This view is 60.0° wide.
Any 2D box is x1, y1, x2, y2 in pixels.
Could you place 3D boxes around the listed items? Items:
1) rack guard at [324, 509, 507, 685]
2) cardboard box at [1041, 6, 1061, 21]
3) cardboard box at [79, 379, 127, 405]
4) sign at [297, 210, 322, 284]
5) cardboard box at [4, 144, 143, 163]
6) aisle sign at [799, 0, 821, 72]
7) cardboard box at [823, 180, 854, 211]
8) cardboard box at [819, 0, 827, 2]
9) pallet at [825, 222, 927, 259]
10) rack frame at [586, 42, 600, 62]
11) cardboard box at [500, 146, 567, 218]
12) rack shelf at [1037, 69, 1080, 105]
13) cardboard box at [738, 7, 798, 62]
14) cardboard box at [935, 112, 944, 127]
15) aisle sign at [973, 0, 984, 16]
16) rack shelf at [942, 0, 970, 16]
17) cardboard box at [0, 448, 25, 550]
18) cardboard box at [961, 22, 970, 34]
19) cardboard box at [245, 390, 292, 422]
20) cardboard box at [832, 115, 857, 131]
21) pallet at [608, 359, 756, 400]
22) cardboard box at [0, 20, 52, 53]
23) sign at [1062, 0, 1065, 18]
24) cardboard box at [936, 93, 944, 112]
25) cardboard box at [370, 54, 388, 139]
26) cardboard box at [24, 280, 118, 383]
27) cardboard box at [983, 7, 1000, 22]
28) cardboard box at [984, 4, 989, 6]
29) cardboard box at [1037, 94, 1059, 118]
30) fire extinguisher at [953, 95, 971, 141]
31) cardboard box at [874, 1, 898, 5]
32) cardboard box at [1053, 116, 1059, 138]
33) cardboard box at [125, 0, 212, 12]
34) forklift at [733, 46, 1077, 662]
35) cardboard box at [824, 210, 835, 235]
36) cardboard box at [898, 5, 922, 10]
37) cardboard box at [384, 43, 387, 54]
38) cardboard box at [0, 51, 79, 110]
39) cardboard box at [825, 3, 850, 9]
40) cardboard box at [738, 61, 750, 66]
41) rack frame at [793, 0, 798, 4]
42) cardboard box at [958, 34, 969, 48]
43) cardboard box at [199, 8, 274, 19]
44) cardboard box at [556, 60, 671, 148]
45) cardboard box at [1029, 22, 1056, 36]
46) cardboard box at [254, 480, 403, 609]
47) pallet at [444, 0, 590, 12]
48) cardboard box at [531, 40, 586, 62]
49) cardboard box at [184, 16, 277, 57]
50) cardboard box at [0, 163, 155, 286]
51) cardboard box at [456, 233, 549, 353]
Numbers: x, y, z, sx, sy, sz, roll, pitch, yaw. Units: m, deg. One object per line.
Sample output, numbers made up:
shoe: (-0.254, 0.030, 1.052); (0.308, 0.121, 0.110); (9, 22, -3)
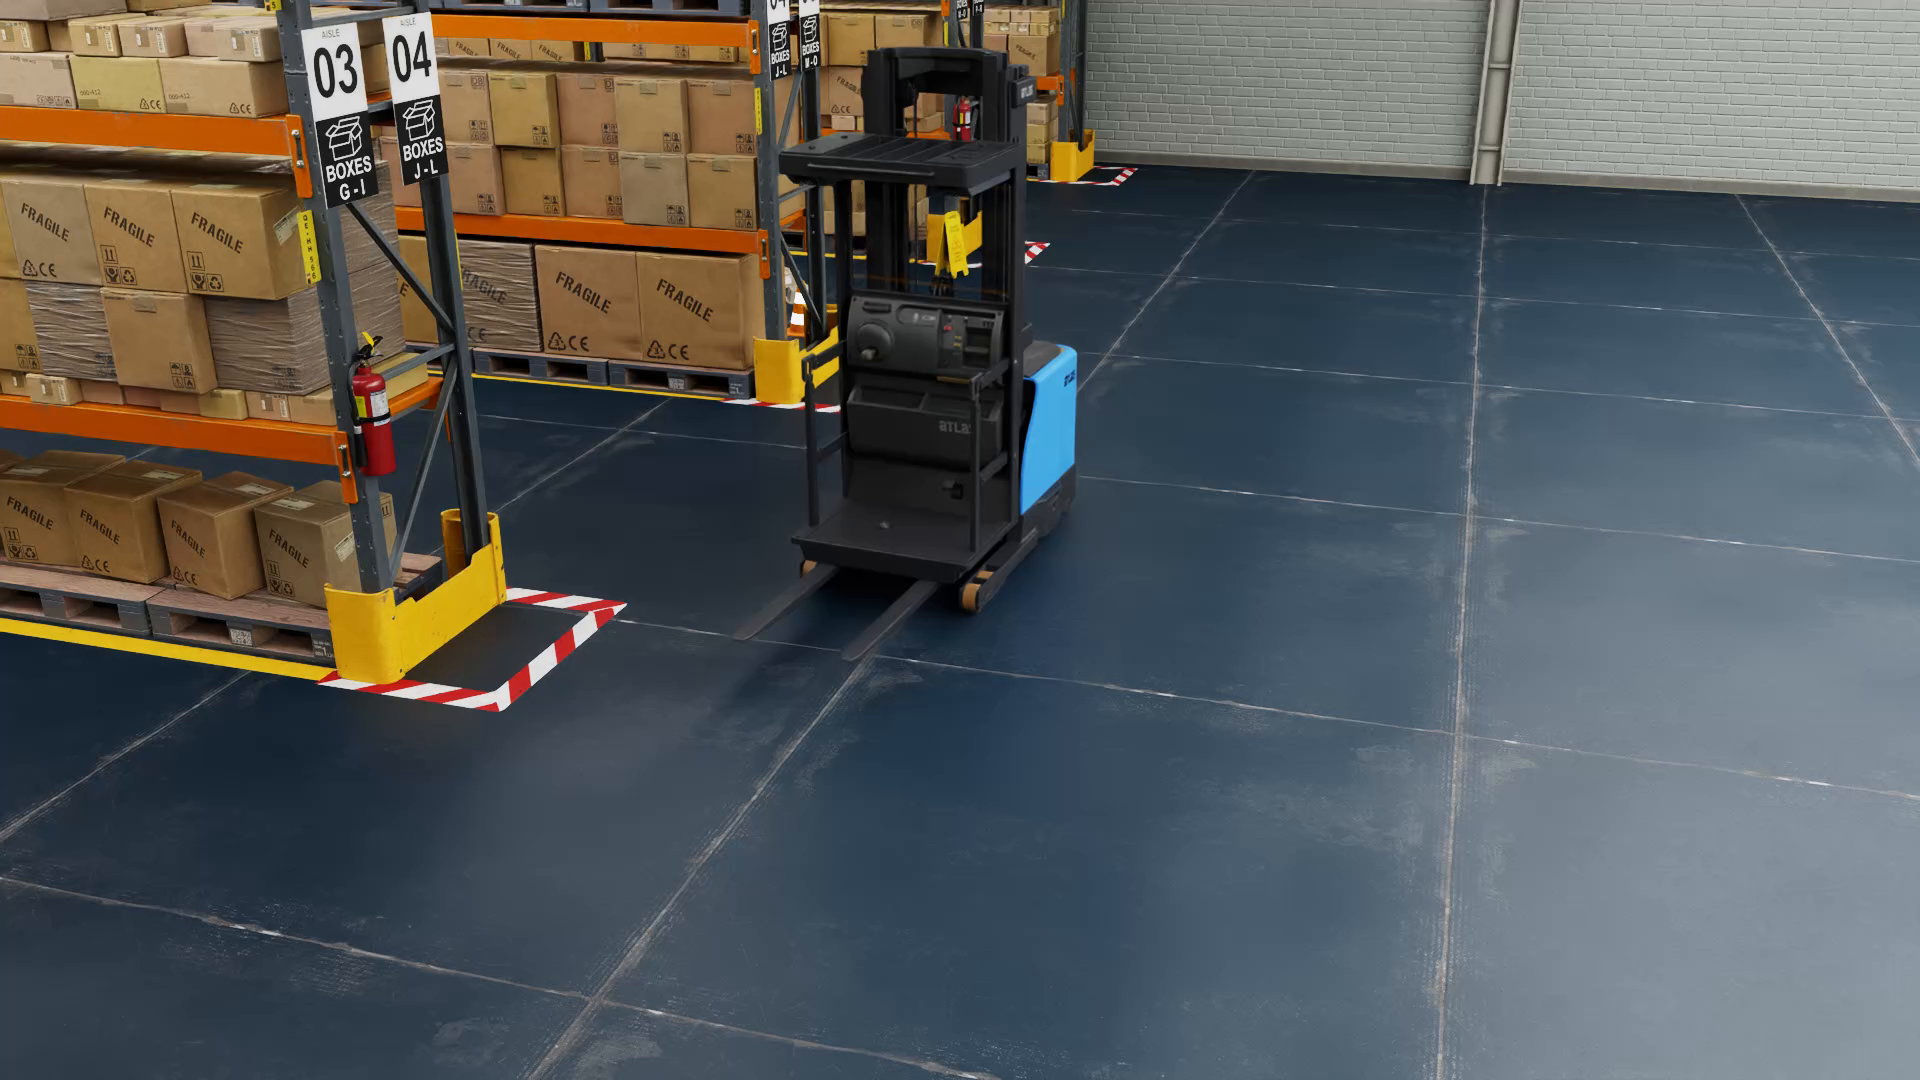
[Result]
rack guard: (-2.893, 0.281, 8.926); (0.348, 0.500, 1.175); (7, 23, 16)
cardboard box: (1.213, -6.870, 21.687); (0.250, 0.149, 0.380); (6, 23, 14)
cardboard box: (-4.354, -0.838, 8.692); (0.250, 0.149, 0.380); (7, 23, 16)
sign: (-2.999, -1.350, 7.665); (0.005, 0.325, 0.100); (7, 23, 16)
cardboard box: (-4.704, -1.837, 8.955); (0.500, 0.500, 0.500); (7, 23, 16)
aisle sign: (-1.136, -3.962, 12.551); (0.004, 0.787, 0.394); (7, 23, 16)
cardboard box: (-1.300, -3.786, 17.629); (0.500, 0.500, 0.500); (7, 23, 17)
cardboard box: (-1.964, -7.269, 22.659); (0.250, 0.149, 0.380); (7, 23, 16)
pallet: (-0.798, -3.288, 18.007); (1.213, 0.211, 1.003); (7, 23, 16)
rack frame: (-3.787, -4.906, 18.278); (0.127, 3.000, 1.000); (7, 23, 16)
cardboard box: (-3.211, -2.954, 13.322); (0.500, 0.550, 0.875); (7, 23, 16)
rack shelf: (-0.442, -6.158, 22.278); (4.000, 0.370, 1.077); (7, 23, 16)
cardboard box: (-1.947, -5.273, 17.330); (0.500, 0.500, 0.700); (6, 23, 15)
cardboard box: (-0.223, -4.464, 17.531); (0.250, 0.149, 0.380); (7, 23, 16)
aisle sign: (0.191, -5.776, 16.974); (0.004, 0.787, 0.394); (7, 23, 16)
rack shelf: (-1.872, -5.742, 17.311); (4.000, 0.370, 1.077); (7, 23, 16)
cardboard box: (-5.728, -0.225, 9.606); (0.500, 0.500, 0.500); (15, 27, 32)
cardboard box: (0.073, -6.665, 21.581); (0.250, 0.149, 0.380); (6, 23, 14)
cardboard box: (-3.392, -0.735, 8.440); (0.250, 0.149, 0.380); (7, 23, 16)
cardboard box: (-1.146, -4.355, 17.266); (0.250, 0.149, 0.380); (7, 23, 16)
pallet: (-2.079, -1.427, 13.471); (1.213, 0.211, 1.003); (7, 23, 15)
cardboard box: (-4.419, -2.432, 7.967); (0.250, 0.149, 0.380); (5, 23, 13)
sign: (1.303, -6.721, 20.865); (0.005, 0.325, 0.100); (7, 23, 16)
cardboard box: (-0.331, -4.804, 17.506); (0.500, 0.500, 0.500); (6, 23, 15)
cardboard box: (-4.777, -3.613, 13.504); (0.550, 0.550, 0.875); (7, 23, 16)
cardboard box: (-4.318, -1.203, 8.726); (0.500, 0.500, 0.875); (7, 23, 16)
cardboard box: (0.349, -6.807, 21.534); (0.250, 0.149, 0.380); (7, 23, 16)
cardboard box: (0.223, -6.987, 21.973); (0.250, 0.149, 0.380); (7, 23, 17)
cardboard box: (1.067, -5.778, 22.155); (0.500, 0.250, 0.500); (6, 23, 15)
fire extinguisher: (0.019, -4.252, 16.785); (0.183, 0.674, 0.296); (7, 23, 16)
cardboard box: (-0.978, -7.162, 22.398); (0.250, 0.149, 0.380); (6, 23, 15)
cardboard box: (1.083, -5.552, 22.264); (0.500, 0.250, 0.500); (7, 23, 16)
cardboard box: (-4.163, -2.931, 8.328); (0.500, 0.500, 0.500); (6, 23, 15)
forklift: (-0.278, -1.131, 9.164); (1.130, 2.935, 3.031); (9, 24, 20)
cardboard box: (-1.303, -3.440, 17.774); (0.500, 0.250, 0.500); (7, 23, 16)
cardboard box: (-0.637, -6.918, 21.804); (0.250, 0.149, 0.380); (7, 23, 16)
cardboard box: (-6.241, -5.479, 18.598); (0.500, 0.500, 0.500); (7, 23, 16)
cardboard box: (-4.322, -2.259, 8.070); (0.500, 0.250, 0.500); (7, 23, 17)
cardboard box: (-1.614, -7.031, 22.079); (0.250, 0.149, 0.380); (6, 23, 15)
cardboard box: (-1.992, -4.786, 17.462); (0.500, 0.500, 0.500); (7, 23, 16)
rack frame: (-2.357, -6.710, 22.676); (0.127, 3.000, 1.000); (7, 23, 16)
cardboard box: (-0.059, -6.393, 21.770); (0.500, 0.500, 0.500); (6, 23, 14)
cardboard box: (-3.514, -2.531, 8.207); (0.250, 0.149, 0.380); (6, 23, 15)
cardboard box: (-2.685, -3.419, 13.033); (0.550, 0.550, 0.875); (7, 23, 16)
cardboard box: (1.060, -6.554, 21.309); (0.250, 0.149, 0.380); (7, 23, 16)
cardboard box: (-3.413, 0.021, 9.008); (0.500, 0.500, 0.500); (11, 25, 25)
pallet: (-3.176, -4.215, 12.758); (1.213, 0.211, 1.003); (7, 23, 16)
cardboard box: (-4.295, -5.252, 18.043); (0.500, 0.500, 0.500); (6, 23, 15)
cardboard box: (-3.391, -2.358, 7.786); (0.250, 0.149, 0.380); (6, 23, 14)
cardboard box: (-4.376, -1.593, 8.359); (0.500, 0.500, 0.500); (7, 23, 16)
cardboard box: (-3.674, -2.116, 13.723); (0.875, 0.875, 0.875); (7, 23, 16)
